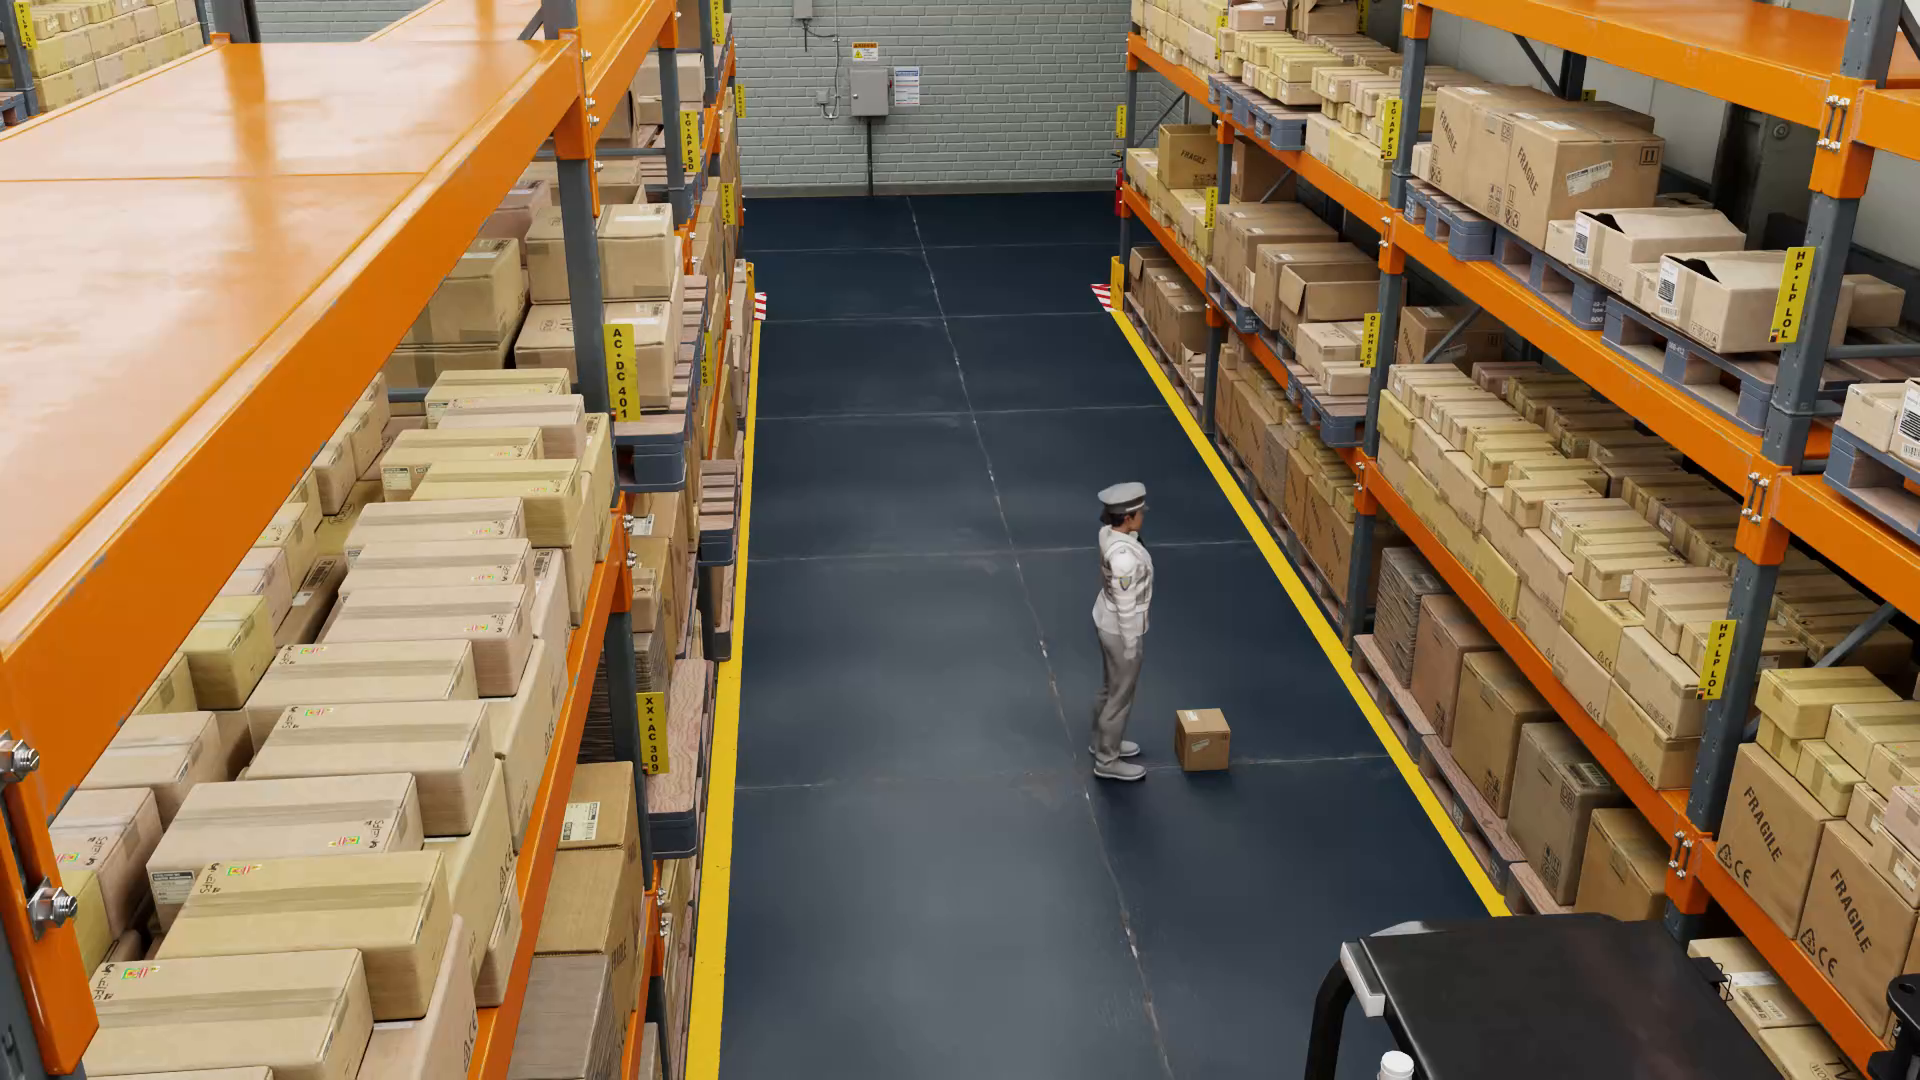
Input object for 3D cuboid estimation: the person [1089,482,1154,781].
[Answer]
[{"bbox_3d":[0.884,0.483,8.997,0.331,1.675,0.468,-2,24,-4],"label":"person"}]
